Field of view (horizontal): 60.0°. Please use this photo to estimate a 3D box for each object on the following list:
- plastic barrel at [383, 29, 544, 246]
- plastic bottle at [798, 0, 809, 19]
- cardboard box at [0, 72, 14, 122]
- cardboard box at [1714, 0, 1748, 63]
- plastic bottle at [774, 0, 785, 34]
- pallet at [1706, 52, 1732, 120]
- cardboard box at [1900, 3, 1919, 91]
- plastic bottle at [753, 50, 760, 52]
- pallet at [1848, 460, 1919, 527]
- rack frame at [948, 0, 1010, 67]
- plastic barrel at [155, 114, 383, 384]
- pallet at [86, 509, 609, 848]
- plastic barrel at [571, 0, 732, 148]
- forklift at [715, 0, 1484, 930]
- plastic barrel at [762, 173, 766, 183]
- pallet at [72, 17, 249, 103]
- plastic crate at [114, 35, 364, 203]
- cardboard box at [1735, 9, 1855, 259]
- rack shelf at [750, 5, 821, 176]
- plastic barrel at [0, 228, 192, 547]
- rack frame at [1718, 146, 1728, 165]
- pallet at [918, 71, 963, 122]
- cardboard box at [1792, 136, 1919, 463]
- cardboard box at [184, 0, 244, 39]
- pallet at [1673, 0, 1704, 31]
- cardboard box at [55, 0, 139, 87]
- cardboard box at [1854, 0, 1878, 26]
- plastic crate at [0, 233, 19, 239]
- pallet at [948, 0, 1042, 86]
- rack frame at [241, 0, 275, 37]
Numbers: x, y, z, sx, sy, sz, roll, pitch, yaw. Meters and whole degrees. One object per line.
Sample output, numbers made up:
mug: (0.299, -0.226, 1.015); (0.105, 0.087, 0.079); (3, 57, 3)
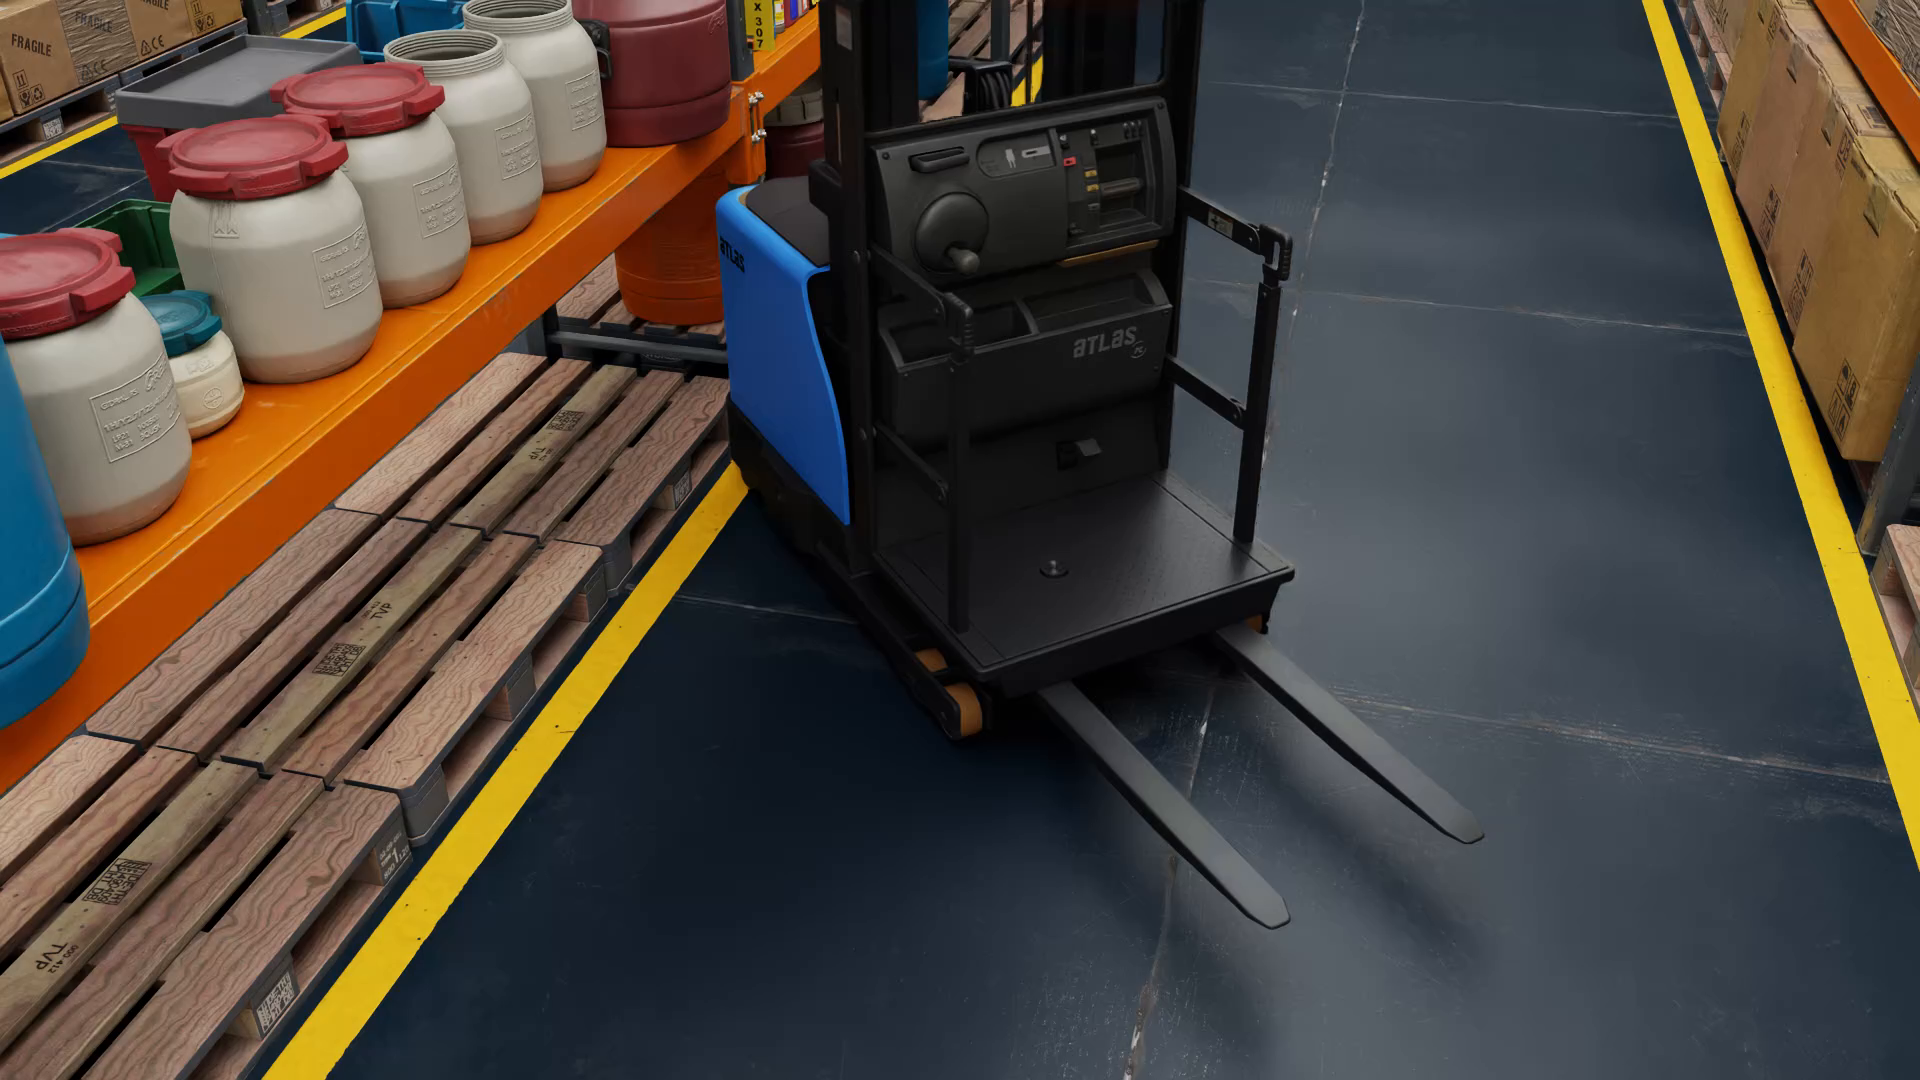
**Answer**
plastic barrel: (-1.387, -1.111, 4.598); (0.421, 0.512, 0.421); (0, 32, 0)
plastic bottle: (-0.686, -2.214, 6.552); (0.152, 0.276, 0.135); (8, 33, 12)
cardboard box: (-5.364, -2.382, 8.621); (0.500, 0.500, 0.500); (8, 33, 12)
cardboard box: (5.054, -3.326, 9.775); (0.875, 0.875, 0.875); (8, 33, 12)
plastic bottle: (-0.723, -2.049, 6.363); (0.097, 0.201, 0.097); (0, 32, 0)
pallet: (4.849, -2.454, 9.414); (1.003, 0.211, 1.213); (8, 33, 12)
cardboard box: (3.583, -1.761, 5.631); (0.500, 0.500, 0.500); (8, 33, 12)
plastic bottle: (-0.803, -1.974, 6.174); (0.152, 0.276, 0.135); (8, 33, 12)
pallet: (3.838, -0.393, 6.172); (1.003, 0.211, 1.213); (8, 33, 12)
rack frame: (-0.211, -3.921, 9.122); (1.000, 3.000, 0.127); (8, 33, 12)
plastic barrel: (-1.600, -0.674, 3.888); (0.433, 0.535, 0.433); (0, 32, 0)
pallet: (-1.771, 0.359, 4.988); (1.003, 0.211, 1.213); (8, 33, 12)
plastic barrel: (-1.050, -1.621, 5.377); (0.600, 0.536, 0.708); (8, 33, 12)
forklift: (0.304, -0.936, 4.490); (1.130, 2.935, 3.031); (-16, 36, -24)
plastic barrel: (-1.061, -1.534, 7.295); (0.421, 0.512, 0.421); (0, 32, 0)
pallet: (-5.171, -2.993, 10.262); (1.003, 0.211, 1.213); (8, 33, 12)
plastic crate: (-1.932, -1.076, 4.586); (0.402, 0.464, 0.583); (8, 33, 12)
cardboard box: (4.211, -1.729, 7.263); (1.225, 0.875, 0.875); (7, 33, 11)
rack shelf: (-0.718, -2.580, 7.683); (1.077, 0.370, 4.000); (8, 33, 12)
plastic barrel: (-1.786, -0.294, 3.290); (0.433, 0.535, 0.433); (0, 32, 0)
rack frame: (4.580, -3.247, 8.061); (1.000, 3.000, 0.127); (8, 33, 12)
pallet: (-0.447, -2.350, 9.249); (1.003, 0.211, 1.213); (8, 33, 12)
cardboard box: (3.760, -0.807, 5.813); (1.225, 0.875, 0.875); (7, 33, 10)
cardboard box: (-4.849, -3.433, 10.274); (0.500, 0.500, 0.500); (8, 33, 12)
pallet: (5.468, -3.720, 11.405); (1.003, 0.211, 1.213); (8, 33, 12)
cardboard box: (-5.110, -2.918, 9.464); (0.500, 0.500, 0.500); (8, 33, 13)
cardboard box: (3.842, -2.295, 6.471); (0.500, 0.500, 0.500); (9, 33, 13)
plastic crate: (-2.262, -0.378, 3.563); (0.392, 0.384, 0.575); (8, 33, 12)
pallet: (-0.062, -3.131, 10.479); (1.003, 0.211, 1.213); (8, 33, 12)
rack frame: (-5.001, -4.598, 10.186); (1.000, 3.000, 0.127); (8, 33, 12)
